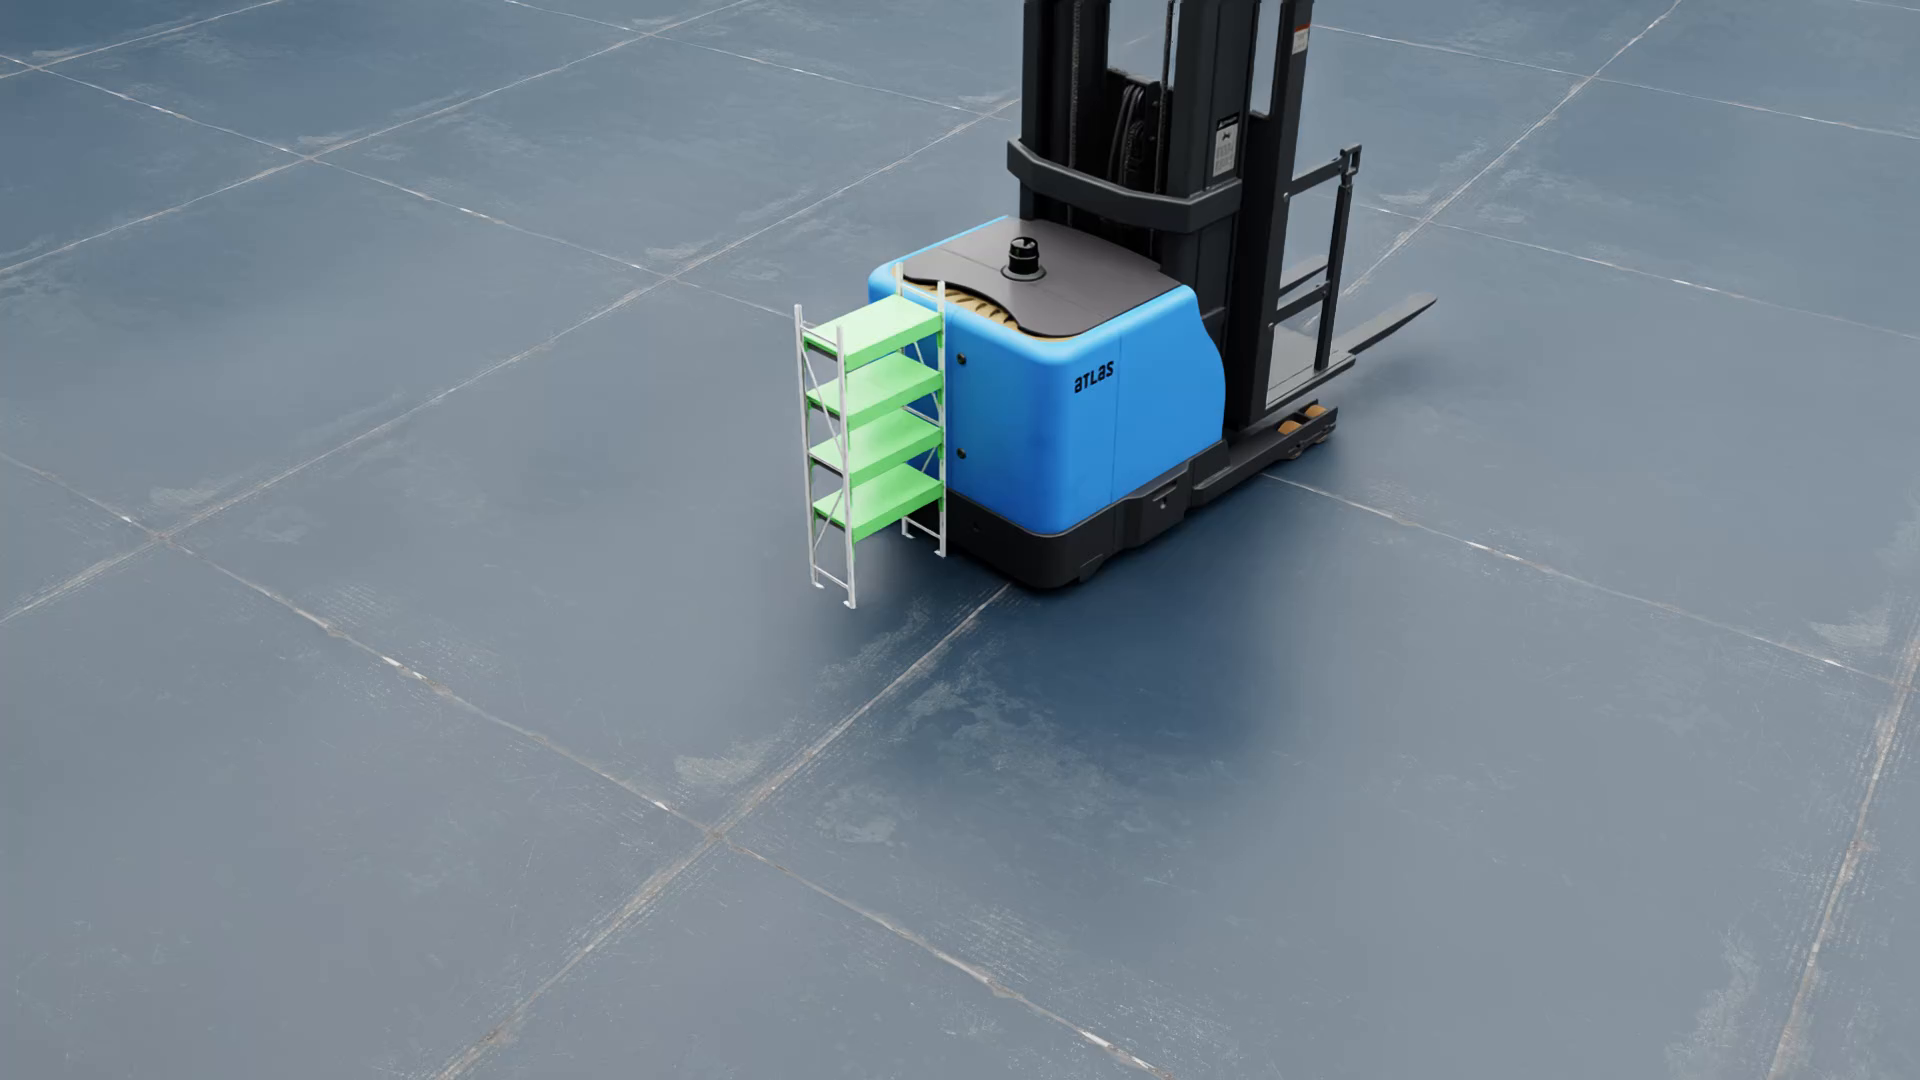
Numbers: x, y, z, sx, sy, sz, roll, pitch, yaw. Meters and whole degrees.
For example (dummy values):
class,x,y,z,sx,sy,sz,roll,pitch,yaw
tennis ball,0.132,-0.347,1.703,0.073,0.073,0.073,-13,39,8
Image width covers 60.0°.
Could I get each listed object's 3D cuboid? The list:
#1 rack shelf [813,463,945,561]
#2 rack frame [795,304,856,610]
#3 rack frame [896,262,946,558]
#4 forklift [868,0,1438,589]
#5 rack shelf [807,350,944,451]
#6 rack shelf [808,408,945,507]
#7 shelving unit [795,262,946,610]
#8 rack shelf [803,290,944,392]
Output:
class,x,y,z,sx,sy,sz,roll,pitch,yaw
rack shelf,-0.318,-0.126,6.408,0.258,0.148,0.480,29,44,36
rack frame,-0.490,-0.281,6.095,0.240,1.200,0.015,29,44,36
rack frame,-0.145,-0.475,6.381,0.240,1.200,0.015,29,44,36
forklift,1.028,-1.752,6.724,1.130,2.935,3.031,29,44,36
rack shelf,-0.318,-0.524,6.139,0.258,0.148,0.480,29,44,36
rack shelf,-0.318,-0.325,6.274,0.258,0.148,0.480,29,44,36
shelving unit,-0.318,-0.378,6.238,0.258,1.200,0.503,29,44,36
rack shelf,-0.318,-0.723,6.005,0.258,0.148,0.480,29,44,36
